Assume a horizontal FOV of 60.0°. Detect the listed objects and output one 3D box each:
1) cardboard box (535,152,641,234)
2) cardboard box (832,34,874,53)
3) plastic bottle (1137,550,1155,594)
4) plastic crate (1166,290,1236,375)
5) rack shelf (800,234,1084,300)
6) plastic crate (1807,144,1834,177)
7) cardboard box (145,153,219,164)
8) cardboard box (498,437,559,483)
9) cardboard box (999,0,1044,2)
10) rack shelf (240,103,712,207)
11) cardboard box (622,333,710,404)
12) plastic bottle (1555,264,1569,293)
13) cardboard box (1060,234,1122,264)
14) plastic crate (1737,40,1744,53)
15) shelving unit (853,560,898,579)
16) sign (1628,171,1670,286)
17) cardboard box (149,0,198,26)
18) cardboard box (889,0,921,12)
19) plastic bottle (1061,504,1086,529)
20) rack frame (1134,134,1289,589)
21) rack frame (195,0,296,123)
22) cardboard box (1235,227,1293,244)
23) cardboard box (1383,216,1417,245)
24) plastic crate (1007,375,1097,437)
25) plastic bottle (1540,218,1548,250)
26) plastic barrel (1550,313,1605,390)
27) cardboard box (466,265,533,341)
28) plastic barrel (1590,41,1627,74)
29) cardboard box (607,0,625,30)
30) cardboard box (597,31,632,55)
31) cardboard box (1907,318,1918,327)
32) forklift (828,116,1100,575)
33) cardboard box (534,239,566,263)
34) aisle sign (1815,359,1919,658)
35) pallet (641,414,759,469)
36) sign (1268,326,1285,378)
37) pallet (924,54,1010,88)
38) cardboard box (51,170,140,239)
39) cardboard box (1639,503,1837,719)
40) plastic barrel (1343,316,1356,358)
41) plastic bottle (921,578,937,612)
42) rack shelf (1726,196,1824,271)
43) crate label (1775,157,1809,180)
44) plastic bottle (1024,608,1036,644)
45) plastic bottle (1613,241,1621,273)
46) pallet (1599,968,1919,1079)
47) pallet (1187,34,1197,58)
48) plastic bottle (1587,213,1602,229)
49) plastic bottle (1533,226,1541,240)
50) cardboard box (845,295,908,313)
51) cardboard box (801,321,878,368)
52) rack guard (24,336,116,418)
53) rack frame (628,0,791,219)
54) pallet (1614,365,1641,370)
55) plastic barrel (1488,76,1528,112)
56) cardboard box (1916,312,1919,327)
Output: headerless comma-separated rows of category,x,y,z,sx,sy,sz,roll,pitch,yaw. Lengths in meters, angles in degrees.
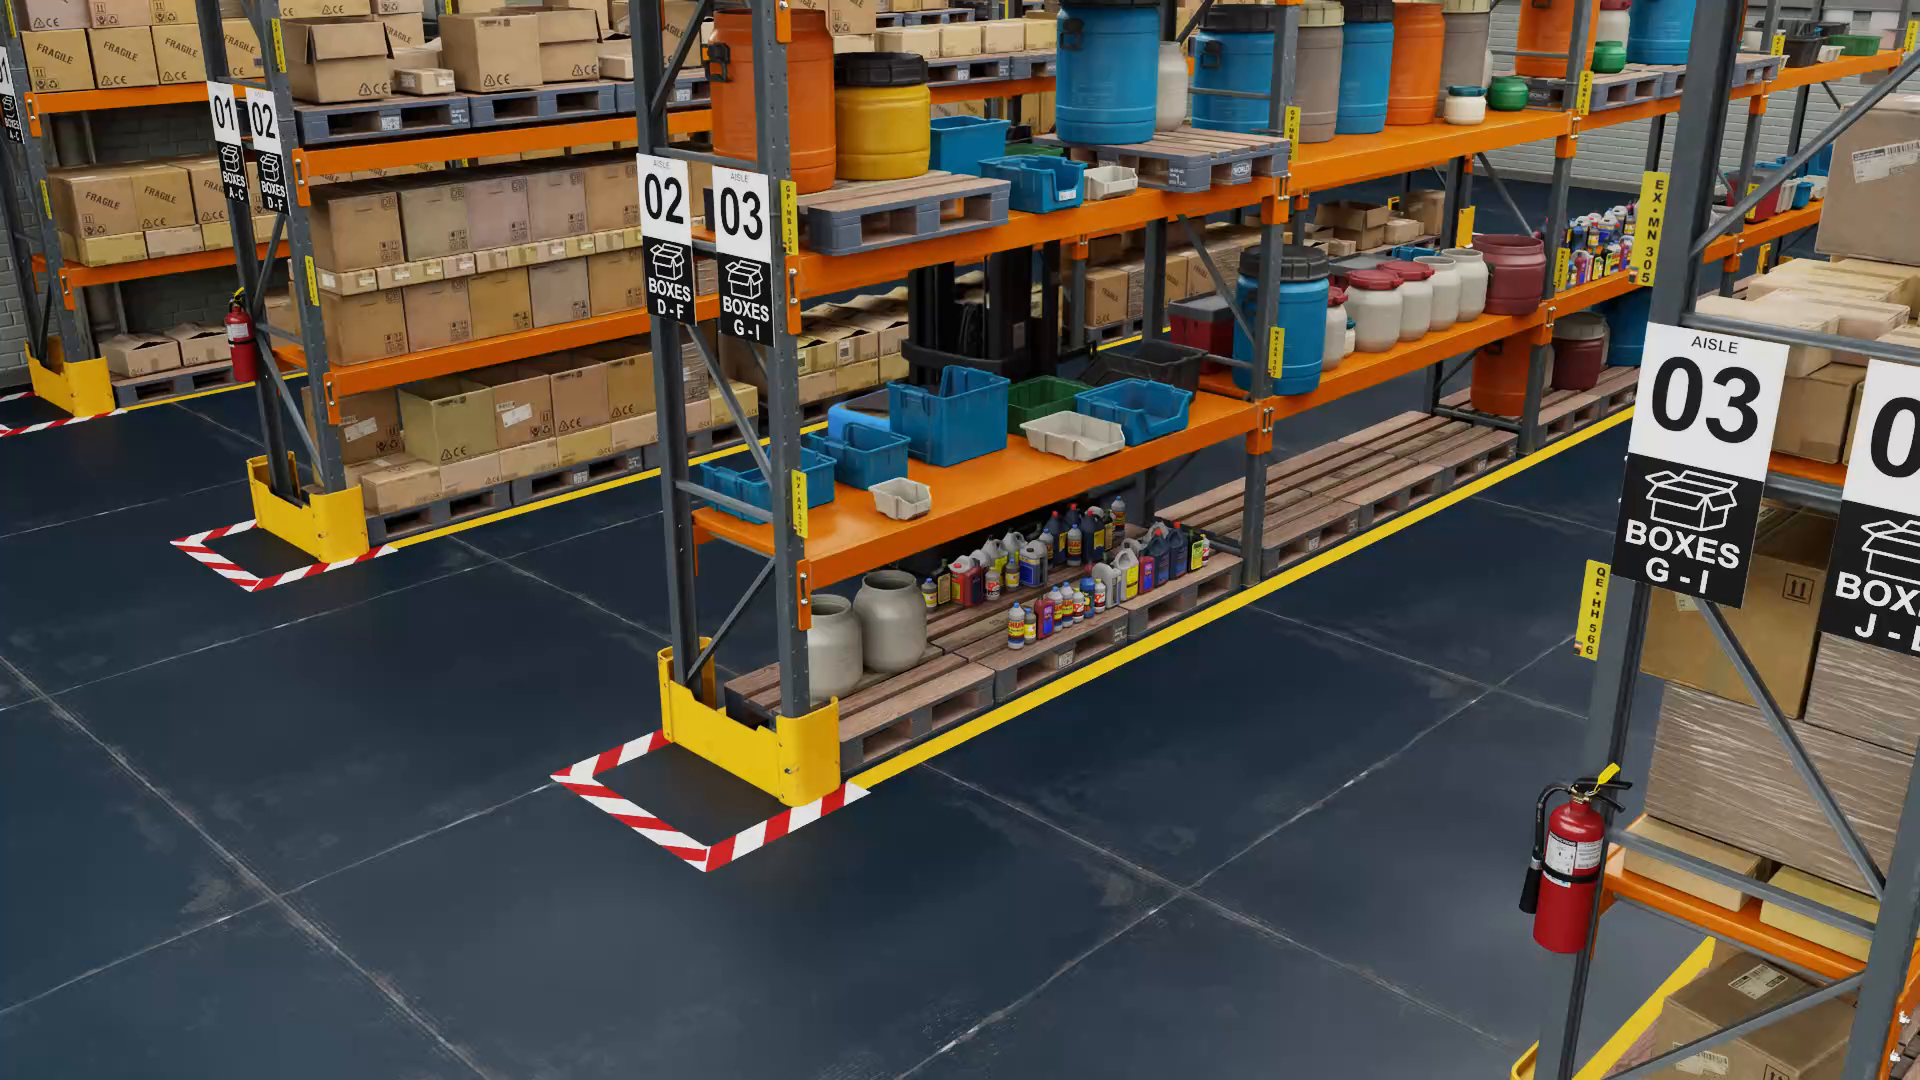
cardboard box,-2.919,-2.728,13.045,0.700,0.500,0.500,19,28,41
cardboard box,-1.095,-4.275,14.458,0.500,0.250,0.500,16,26,36
plastic bottle,1.173,0.192,10.567,0.133,0.283,0.061,-18,27,-39
plastic crate,1.752,-1.441,11.553,0.402,0.464,0.583,19,28,41
rack shelf,-0.518,-2.629,15.736,1.077,0.370,4.000,19,28,41
plastic crate,9.905,-4.206,18.704,0.616,0.435,0.499,19,28,41
cardboard box,-7.363,-3.386,15.839,0.500,0.500,0.500,18,28,39
cardboard box,-3.475,-0.675,12.897,0.500,0.250,0.500,19,28,41
cardboard box,0.787,-7.430,22.529,0.500,0.250,0.500,19,28,40
rack shelf,-3.308,-3.001,12.523,1.077,0.370,4.000,19,28,41
cardboard box,-2.437,-1.414,13.774,0.500,0.500,0.500,19,28,41
plastic bottle,4.957,-2.211,13.818,0.152,0.276,0.135,19,28,41
cardboard box,1.398,-3.182,17.998,0.500,0.250,0.500,-19,28,-40
plastic crate,7.621,-4.902,16.700,0.416,0.233,0.300,19,28,41
shelving unit,-0.581,-0.168,11.258,0.258,0.900,0.210,17,27,37
sign,2.008,-0.900,4.819,0.100,0.325,0.005,19,28,41
cardboard box,-7.077,-4.873,14.830,0.500,0.500,0.500,-19,28,-41
cardboard box,-0.918,-7.040,21.276,0.700,0.500,0.500,19,28,40
plastic bottle,0.773,-0.075,11.168,0.185,0.351,0.144,-19,28,-41
rack frame,1.633,-1.210,11.041,1.000,3.000,0.127,19,28,41
rack frame,-4.703,-4.223,10.518,1.000,3.000,0.127,19,28,41
cardboard box,3.529,-3.347,19.473,0.500,0.500,0.500,19,28,40
cardboard box,5.571,-4.019,21.569,0.500,0.250,0.500,19,28,41
plastic crate,0.484,-0.833,10.355,0.450,0.188,0.662,19,28,41
plastic bottle,5.339,-2.750,15.117,0.144,0.351,0.185,19,28,41
plastic barrel,5.541,-1.729,15.167,0.600,0.588,0.708,19,28,41
cardboard box,-3.655,-1.848,12.563,0.700,0.500,0.500,19,28,41
plastic barrel,5.328,-3.977,13.690,0.294,0.245,0.294,0,21,0
cardboard box,-3.645,-5.865,18.801,0.637,0.503,0.797,-15,26,-35
cardboard box,-2.830,-3.868,13.121,0.500,0.311,0.500,17,27,38
cardboard box,2.892,-0.589,5.454,0.500,0.250,0.500,19,28,41
forklift,0.401,-1.582,12.105,1.130,2.935,3.031,17,27,37
cardboard box,-3.202,-2.214,12.610,0.380,0.149,0.250,20,28,41
aisle sign,2.563,-0.064,4.438,0.394,0.787,0.004,19,28,41
pallet,-2.498,-0.955,14.265,1.003,0.211,1.213,19,28,41
sign,2.020,-1.199,10.626,0.100,0.325,0.005,19,28,41
pallet,-0.310,-4.306,15.178,1.213,0.211,1.003,-19,28,-40
cardboard box,-7.707,-2.998,14.830,0.500,0.500,0.500,19,28,41
cardboard box,2.598,0.202,5.419,0.500,0.500,0.500,19,28,41
plastic barrel,2.667,-1.447,11.852,0.301,0.262,0.301,0,21,0
plastic bottle,-0.190,0.337,10.303,0.097,0.201,0.097,0,21,0
rack shelf,8.609,-3.445,17.858,1.077,0.370,4.000,19,28,41
crate label,9.597,-4.263,19.135,0.416,0.233,0.303,19,28,41
plastic bottle,0.403,0.504,9.868,0.097,0.201,0.097,0,21,0
plastic bottle,5.703,-2.469,14.496,0.097,0.271,0.097,0,21,0
pallet,3.037,2.140,6.213,1.003,0.211,1.213,19,28,41
pallet,2.441,-5.402,18.029,1.213,0.211,1.003,19,28,41
plastic bottle,5.972,-2.947,15.733,0.152,0.276,0.135,19,28,41
plastic bottle,5.198,-2.688,15.050,0.061,0.283,0.133,19,28,41
cardboard box,-0.774,-2.192,16.062,0.500,0.311,0.500,19,28,40
cardboard box,-1.093,-1.796,15.032,0.500,0.311,0.500,19,28,40
rack guard,-8.202,-1.514,15.317,1.175,0.500,0.348,19,28,41
rack frame,-1.157,-2.982,7.290,1.000,3.000,0.127,19,28,41
pallet,6.646,-1.777,16.403,1.003,0.211,1.213,19,28,41
plastic barrel,4.288,-3.489,13.008,0.294,0.245,0.294,0,21,0
cardboard box,3.088,-0.609,4.951,0.380,0.149,0.250,19,28,40
